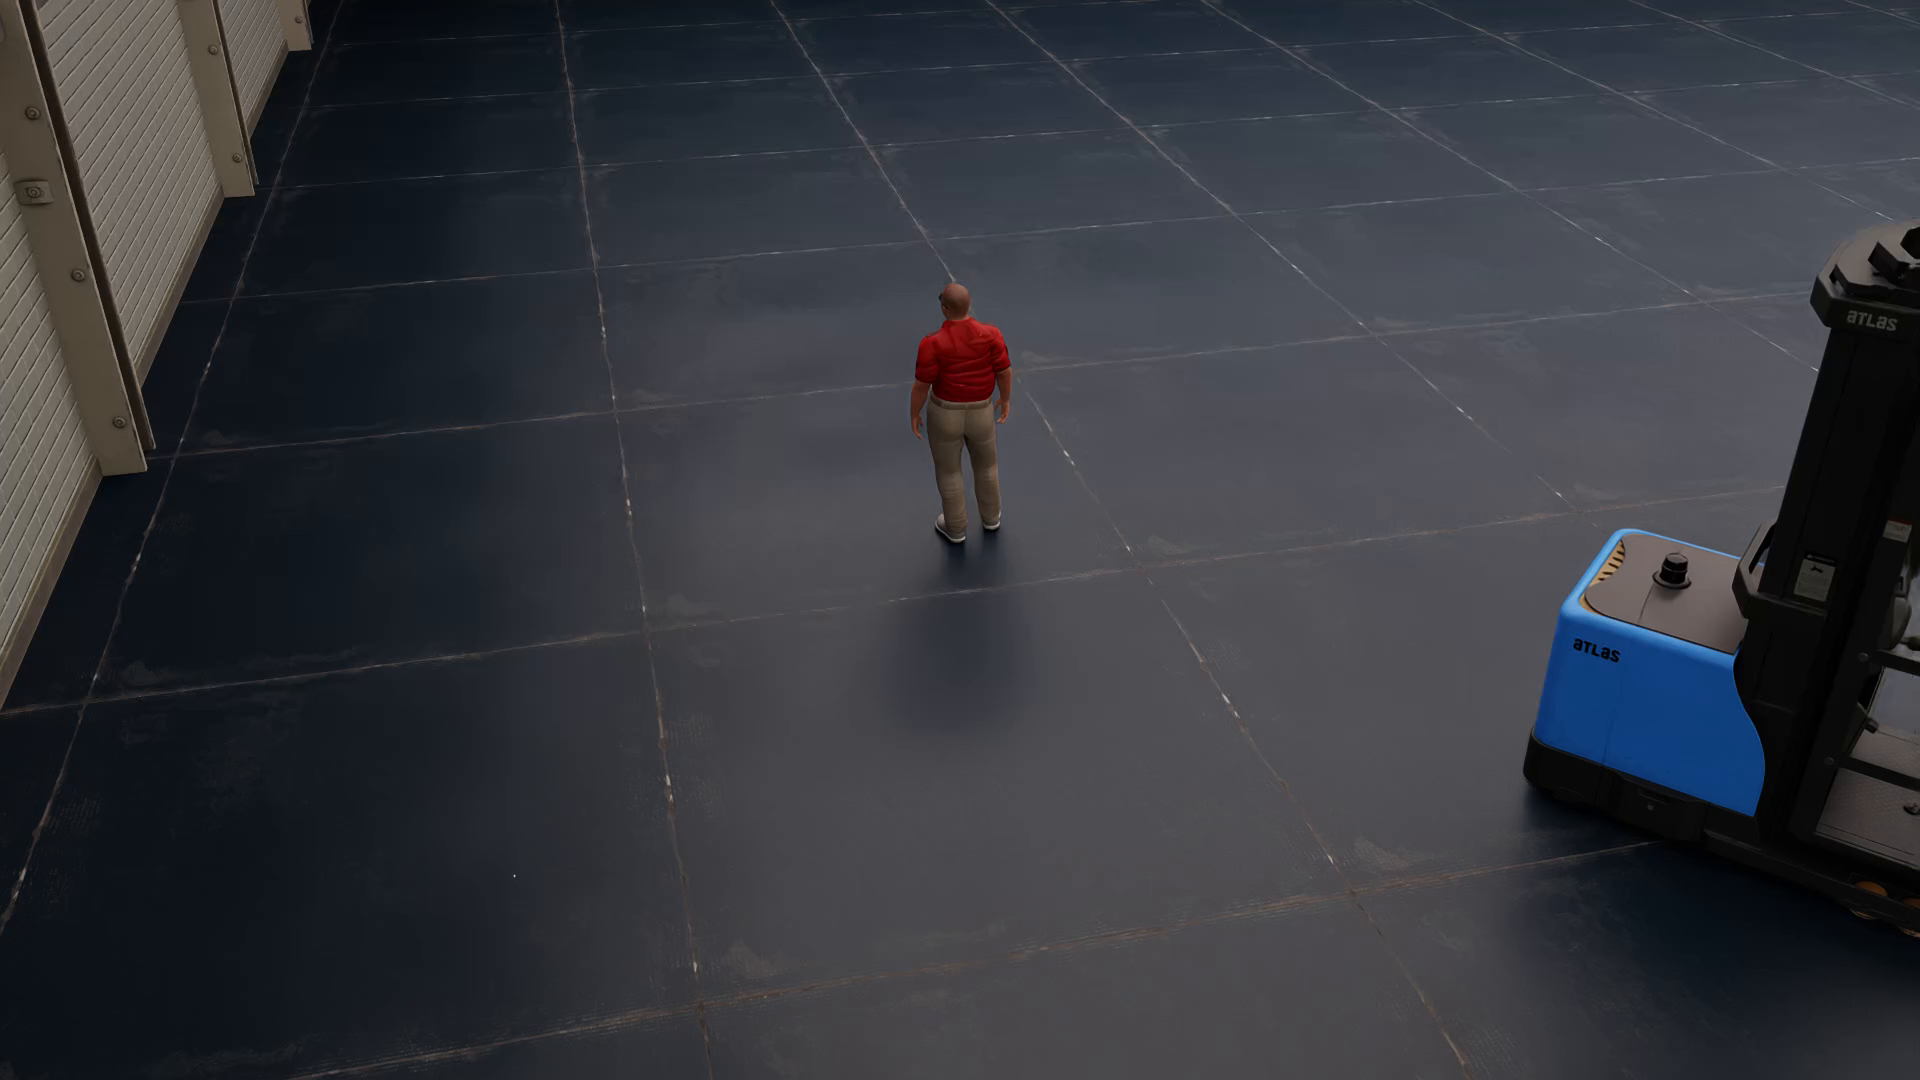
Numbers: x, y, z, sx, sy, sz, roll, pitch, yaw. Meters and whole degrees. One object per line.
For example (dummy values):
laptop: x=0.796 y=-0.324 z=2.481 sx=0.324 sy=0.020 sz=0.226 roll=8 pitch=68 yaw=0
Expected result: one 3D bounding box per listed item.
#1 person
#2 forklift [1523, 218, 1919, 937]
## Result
person: x=-0.009 y=-0.799 z=10.141 sx=0.640 sy=1.727 sz=0.551 roll=-7 pitch=31 yaw=-12
forklift: x=4.324 y=0.199 z=7.230 sx=3.031 sy=2.935 sz=1.130 roll=19 pitch=35 yaw=30
